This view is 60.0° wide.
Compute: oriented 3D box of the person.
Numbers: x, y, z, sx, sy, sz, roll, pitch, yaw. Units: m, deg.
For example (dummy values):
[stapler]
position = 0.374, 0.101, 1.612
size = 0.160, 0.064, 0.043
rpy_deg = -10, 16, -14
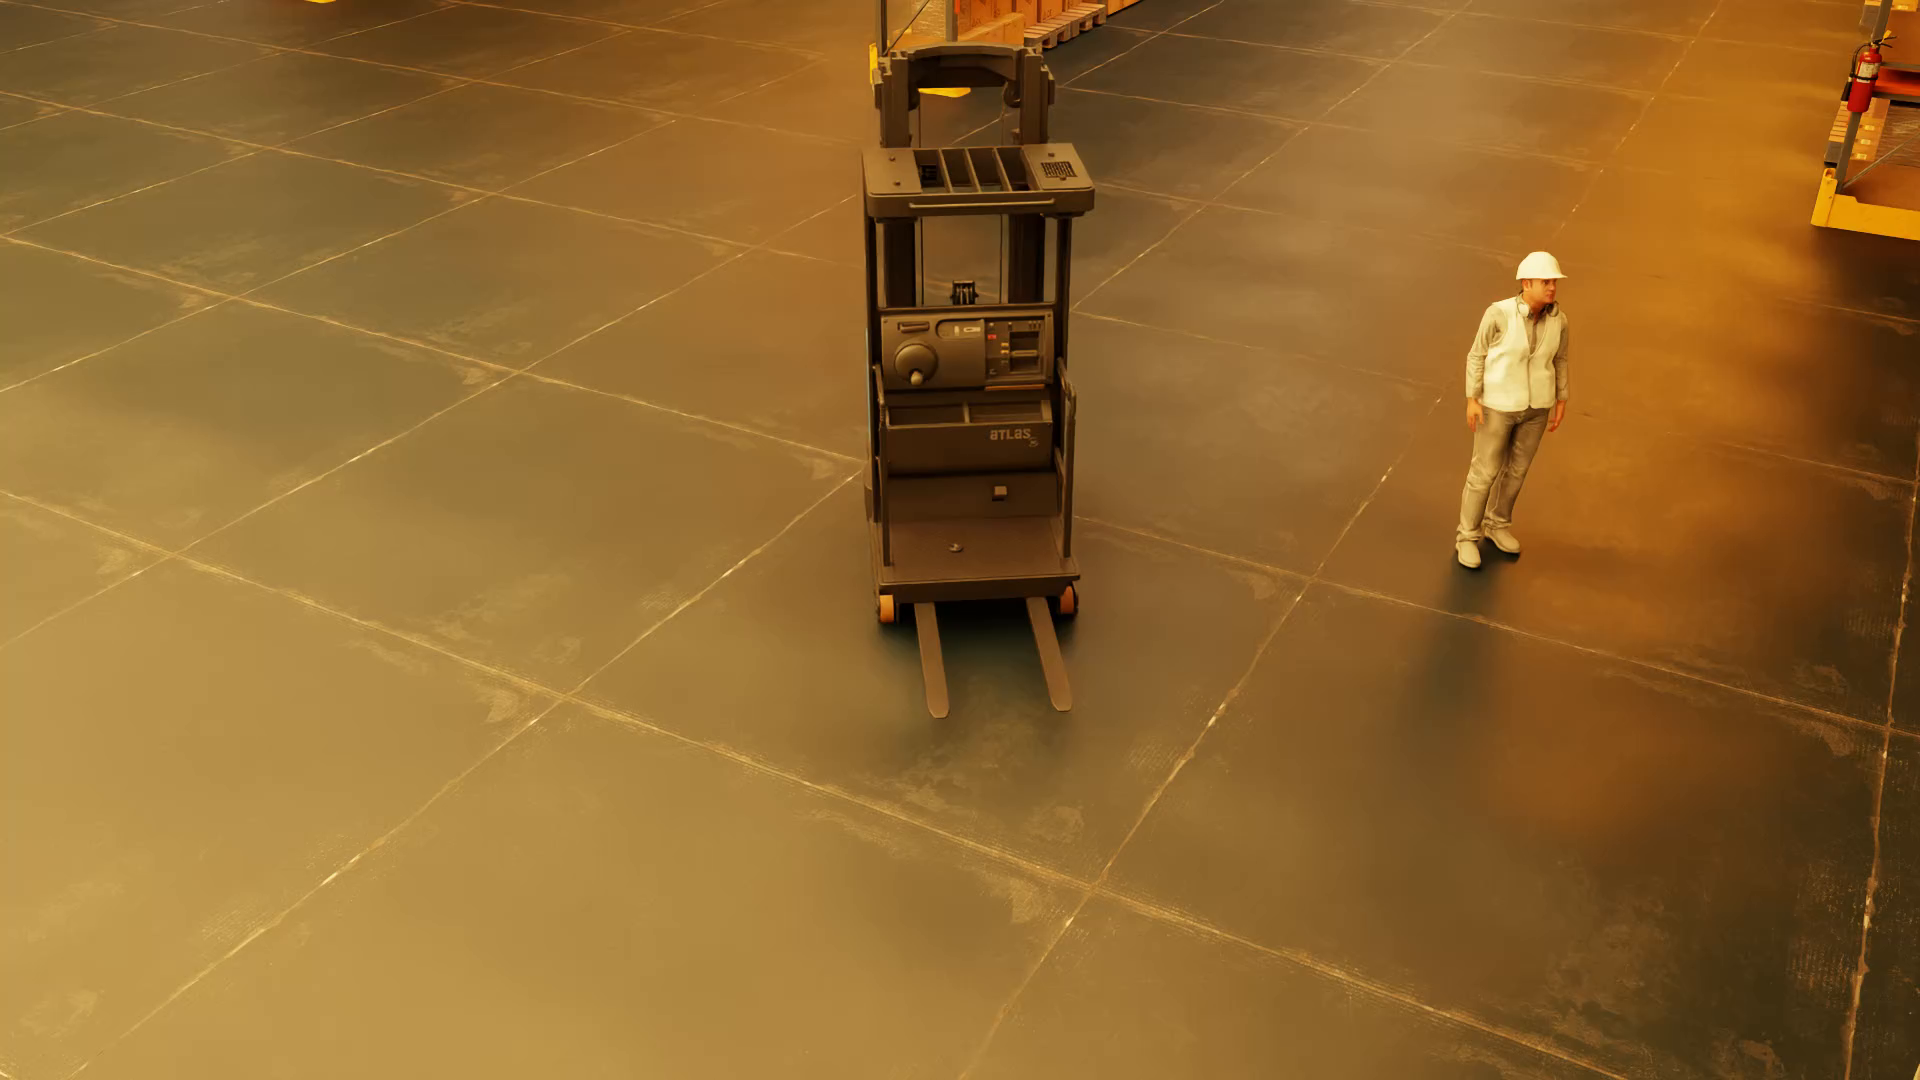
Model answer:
[person]
position = 3.202, -0.750, 9.514
size = 0.630, 1.773, 0.570
rpy_deg = -5, 30, -9

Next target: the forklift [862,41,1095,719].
[forklift]
position = 0.065, -0.982, 8.772
size = 1.130, 2.935, 3.031
rpy_deg = -3, 30, -5
